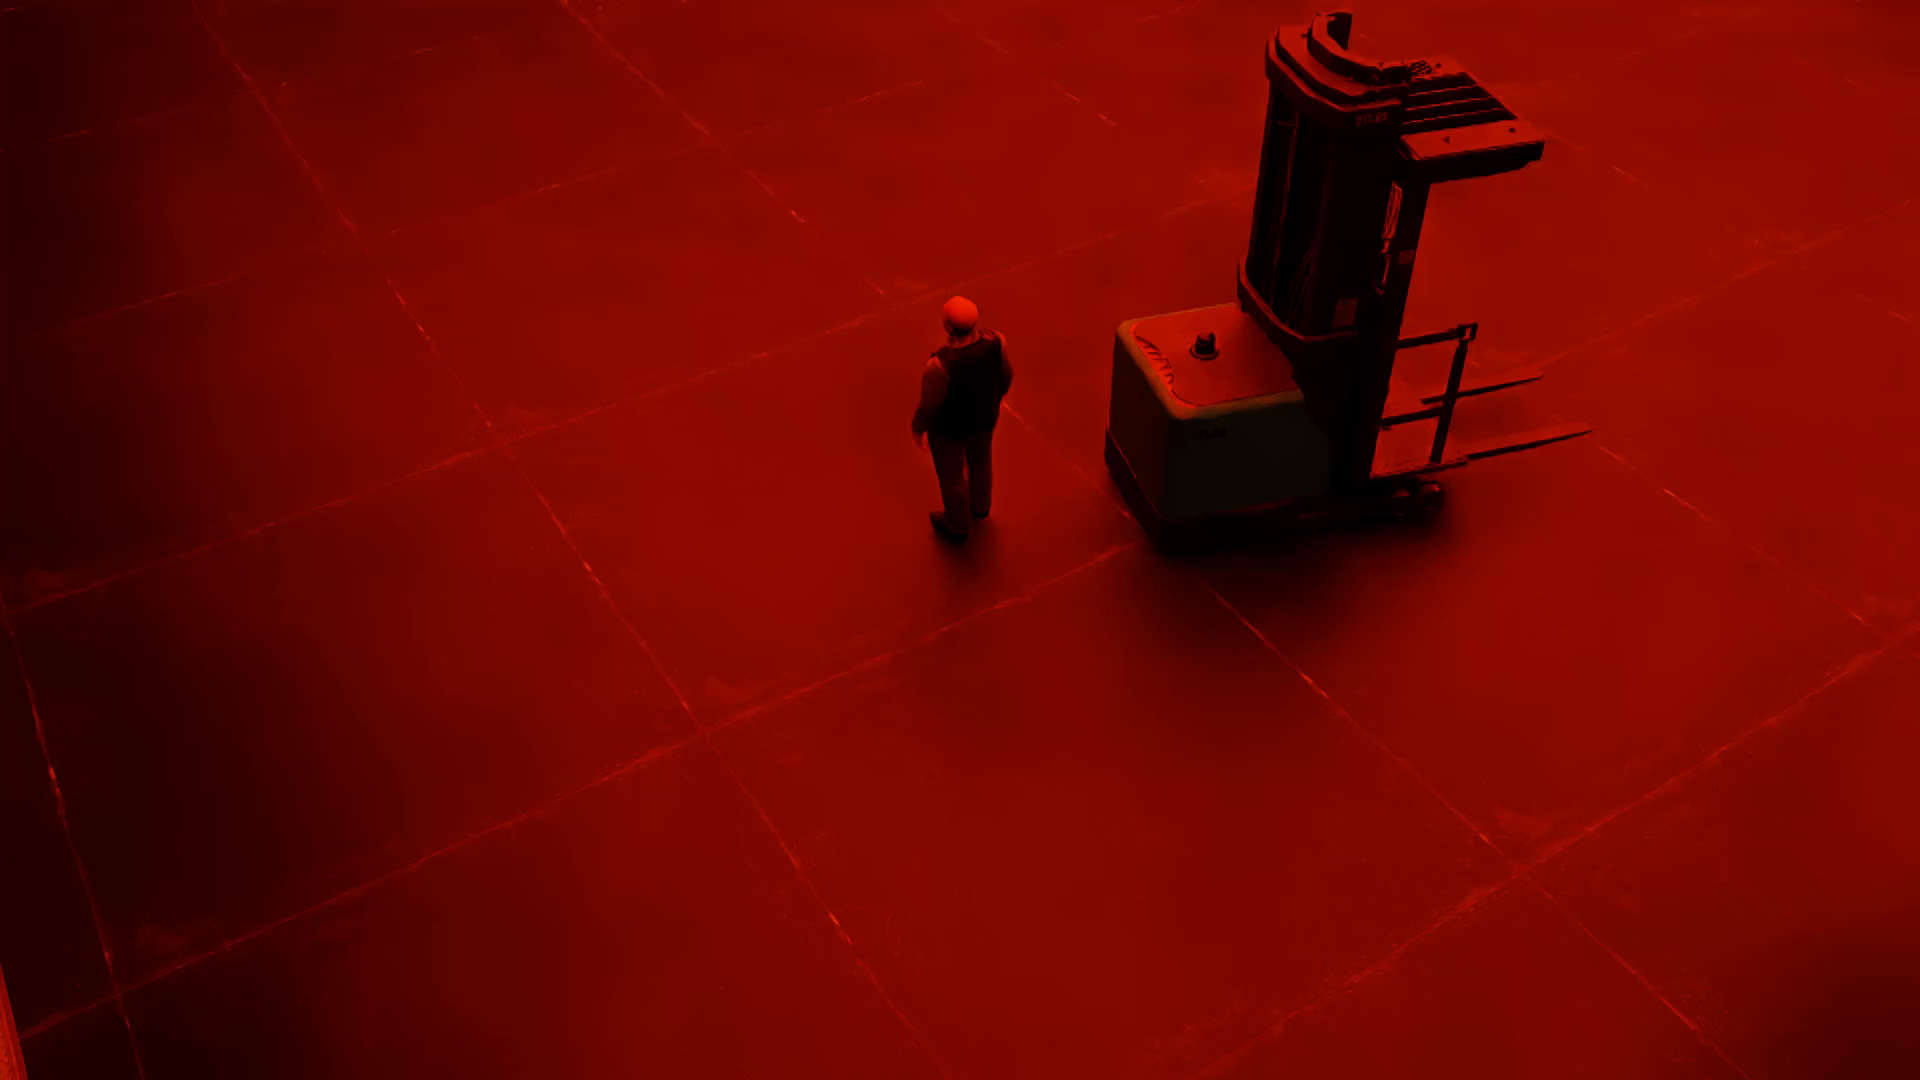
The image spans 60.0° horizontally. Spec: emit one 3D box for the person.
[{"bbox_3d":[-0.027,-0.721,9.544,0.632,1.720,0.567,-23,46,-24],"label":"person"}]

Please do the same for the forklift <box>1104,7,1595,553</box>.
[{"bbox_3d":[2.493,-1.576,9.674,3.031,2.935,1.130,-11,42,-12],"label":"forklift"}]
